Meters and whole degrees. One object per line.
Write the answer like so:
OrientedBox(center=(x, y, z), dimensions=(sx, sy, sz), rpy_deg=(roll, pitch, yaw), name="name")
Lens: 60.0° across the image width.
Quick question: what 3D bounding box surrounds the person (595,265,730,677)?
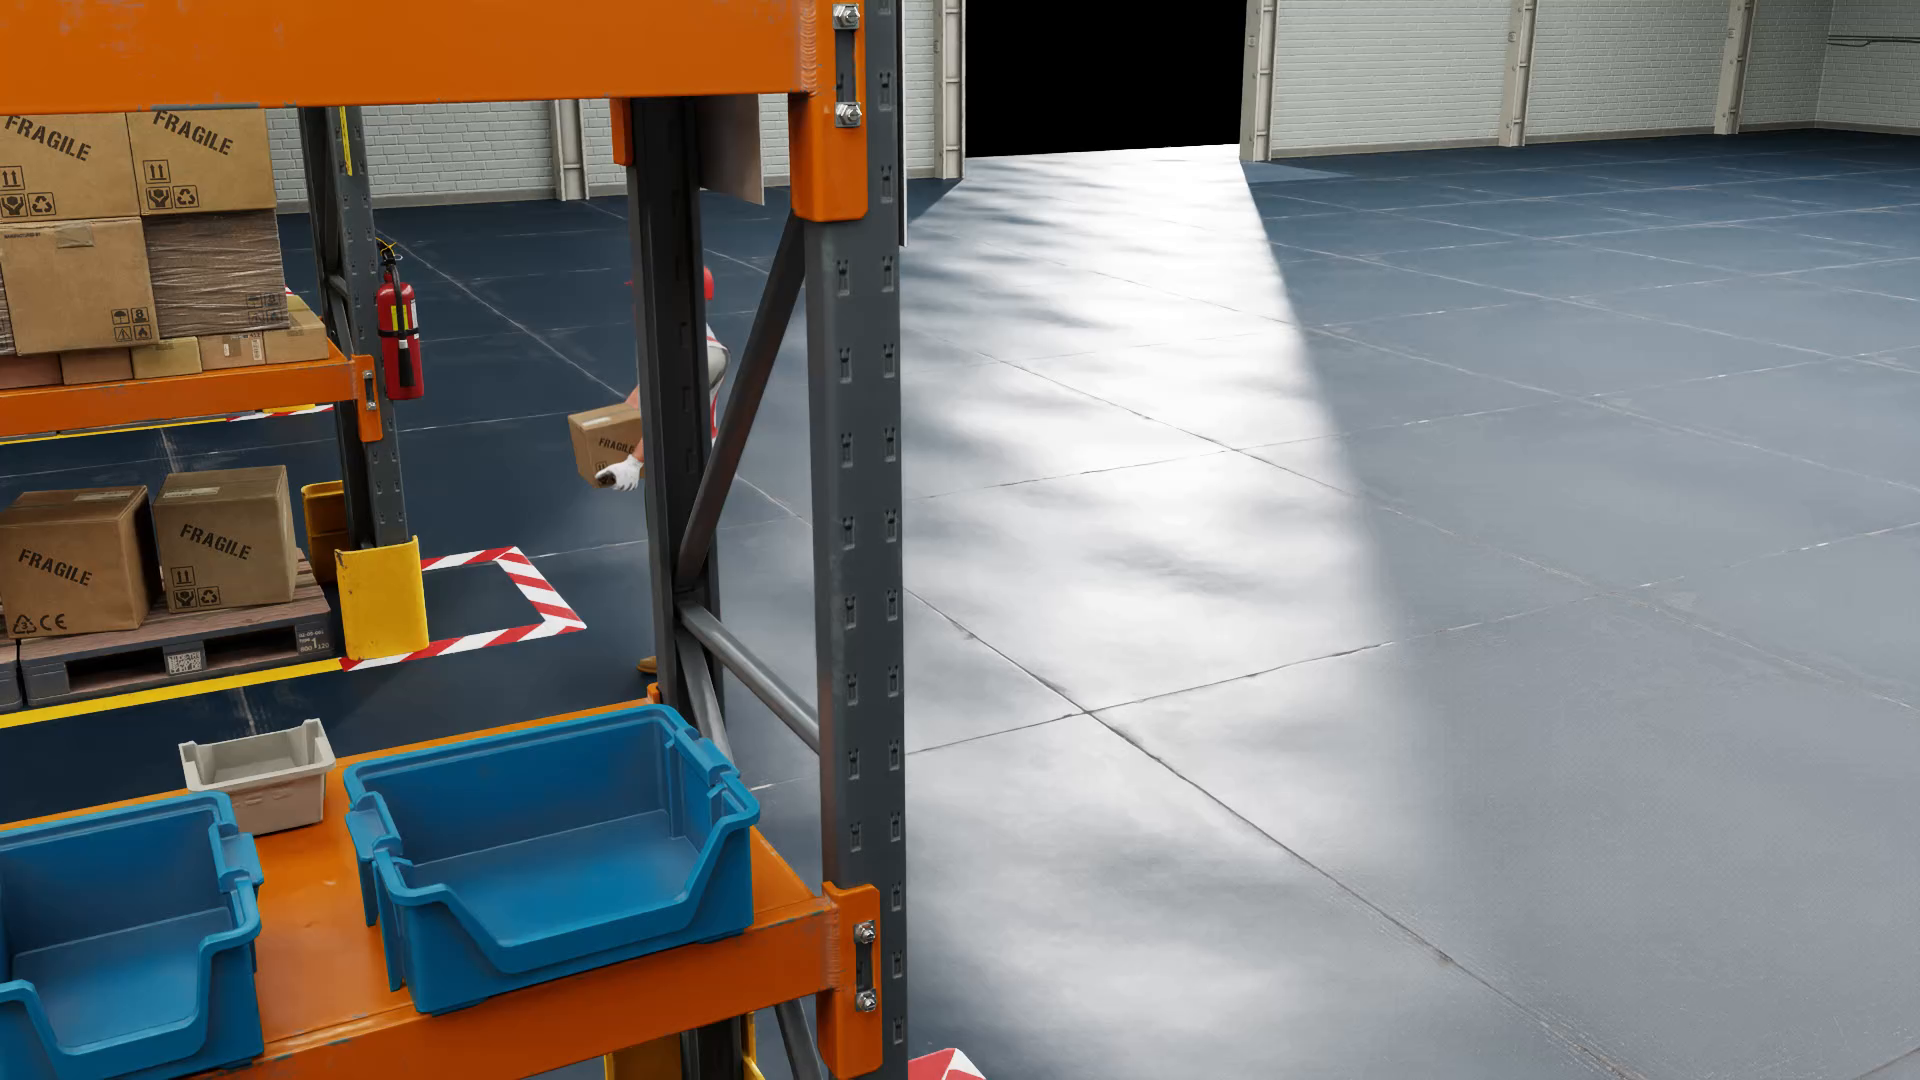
OrientedBox(center=(-1.232, -0.244, 6.765), dimensions=(0.567, 1.783, 0.494), rpy_deg=(-9, 20, -26), name="person")
